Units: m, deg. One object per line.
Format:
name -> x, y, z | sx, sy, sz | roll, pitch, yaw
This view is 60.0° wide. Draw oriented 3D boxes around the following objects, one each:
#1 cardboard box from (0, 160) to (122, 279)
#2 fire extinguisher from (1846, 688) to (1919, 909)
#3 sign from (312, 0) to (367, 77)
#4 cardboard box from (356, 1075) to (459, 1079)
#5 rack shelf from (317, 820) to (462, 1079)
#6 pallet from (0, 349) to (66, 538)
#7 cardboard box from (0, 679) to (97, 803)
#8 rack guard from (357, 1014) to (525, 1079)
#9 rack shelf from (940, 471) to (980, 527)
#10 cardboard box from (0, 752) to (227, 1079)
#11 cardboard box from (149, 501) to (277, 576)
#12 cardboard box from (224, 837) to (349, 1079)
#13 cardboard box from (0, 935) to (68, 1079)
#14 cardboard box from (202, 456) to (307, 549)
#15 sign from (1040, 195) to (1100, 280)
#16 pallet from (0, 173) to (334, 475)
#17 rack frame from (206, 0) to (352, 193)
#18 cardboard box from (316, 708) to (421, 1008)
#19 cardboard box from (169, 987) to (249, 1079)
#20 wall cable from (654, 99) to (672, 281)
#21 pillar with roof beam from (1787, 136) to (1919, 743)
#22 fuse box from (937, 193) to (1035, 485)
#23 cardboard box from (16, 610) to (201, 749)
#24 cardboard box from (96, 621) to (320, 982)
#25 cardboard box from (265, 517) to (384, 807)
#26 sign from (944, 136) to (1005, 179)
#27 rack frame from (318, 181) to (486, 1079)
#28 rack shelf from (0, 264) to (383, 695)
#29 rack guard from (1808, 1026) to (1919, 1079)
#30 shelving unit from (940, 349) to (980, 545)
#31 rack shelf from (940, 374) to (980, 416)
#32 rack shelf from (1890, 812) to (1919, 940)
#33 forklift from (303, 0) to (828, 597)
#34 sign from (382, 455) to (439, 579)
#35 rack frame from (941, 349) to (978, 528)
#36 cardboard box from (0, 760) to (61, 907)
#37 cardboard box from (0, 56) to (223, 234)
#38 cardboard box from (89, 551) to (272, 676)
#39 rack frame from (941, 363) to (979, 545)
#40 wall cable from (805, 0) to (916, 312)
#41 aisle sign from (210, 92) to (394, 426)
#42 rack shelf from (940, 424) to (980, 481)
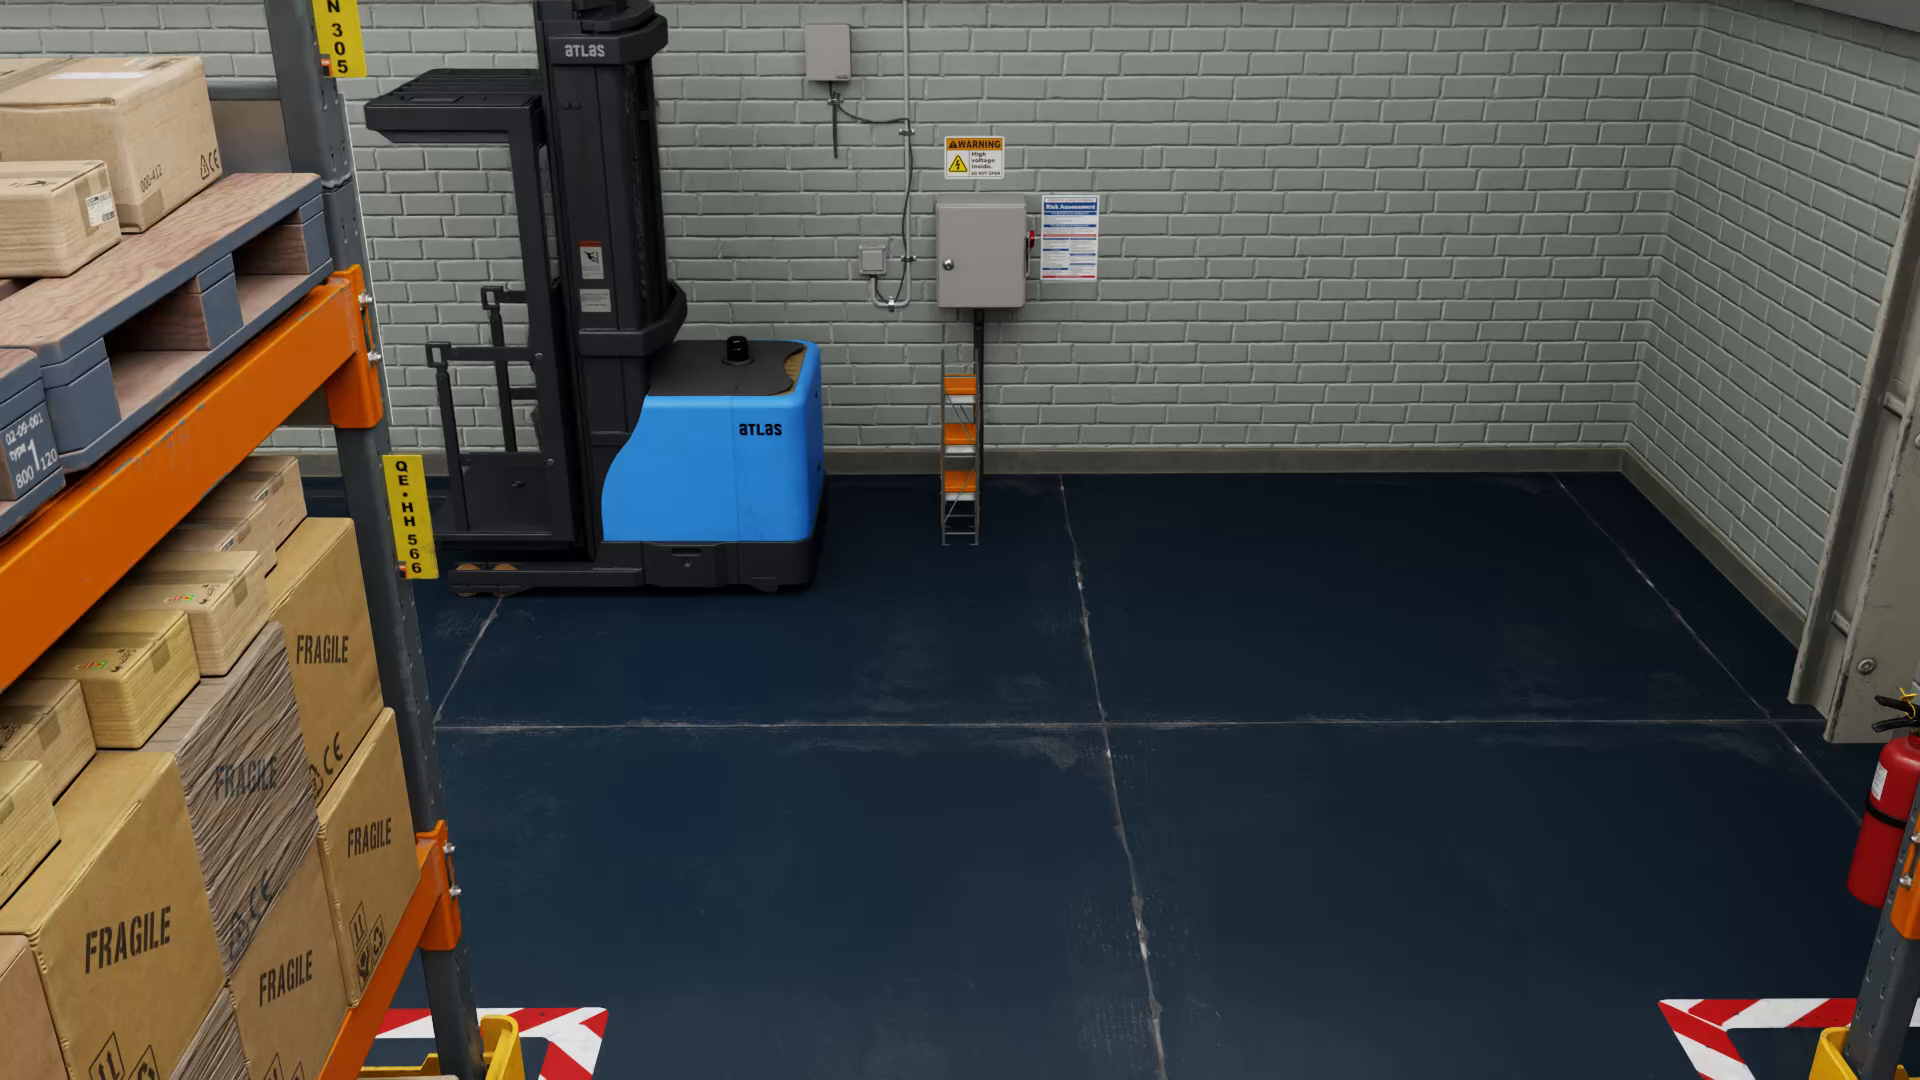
cardboard box -> -1.699, -0.553, 2.867 | 0.380, 0.149, 0.250 | -2, 24, -5
fire extinguisher -> 2.621, 0.701, 4.606 | 0.296, 0.674, 0.183 | 0, 24, -1
sign -> -1.336, -1.152, 3.539 | 0.100, 0.325, 0.005 | 0, 24, -1
cardboard box -> -1.771, 1.826, 4.172 | 0.875, 0.438, 0.875 | -1, 24, -2
rack shelf -> -1.857, 1.731, 2.657 | 1.077, 0.370, 4.000 | 0, 24, -1
pallet -> -1.844, 0.062, 1.941 | 1.003, 0.211, 1.213 | 0, 24, -1
cardboard box -> -1.667, 0.351, 2.711 | 0.380, 0.149, 0.250 | 0, 24, -1
rack guard -> -1.879, 1.708, 4.868 | 1.175, 0.500, 0.348 | 0, 24, -1
rack shelf -> -0.001, -0.238, 9.201 | 0.215, 0.259, 0.240 | 0, 24, -1
cardboard box -> -1.598, 0.694, 2.741 | 0.500, 0.500, 0.500 | 0, 24, -1
cardboard box -> -1.648, 0.033, 3.414 | 0.380, 0.149, 0.250 | 0, 24, 0
cardboard box -> -1.618, 0.938, 3.416 | 0.500, 0.500, 0.500 | -1, 24, -2
cardboard box -> -1.594, 0.901, 2.282 | 0.500, 0.500, 0.500 | 0, 24, -1
cardboard box -> -1.674, -0.071, 3.645 | 0.380, 0.149, 0.250 | 0, 24, 0
sign -> 0.630, -1.738, 9.569 | 0.329, 0.494, 0.001 | 0, 24, -1
pallet -> -1.860, -0.442, 3.055 | 1.003, 0.211, 1.213 | 0, 24, -1
rack frame -> -1.879, -2.155, 3.094 | 1.000, 3.000, 0.127 | 0, 24, -1
cardboard box -> -1.609, 0.731, 3.873 | 0.500, 0.500, 0.500 | 0, 24, 0
cardboard box -> -1.603, 1.149, 2.947 | 0.500, 0.500, 0.500 | 0, 24, 1
wall cable -> -1.964, -2.222, 9.252 | 0.585, 1.953, 0.123 | 0, 24, -1
pillar with roof beam -> -0.348, -3.274, 5.570 | 9.100, 9.000, 0.400 | 0, 24, -1
fuse box -> 0.139, -1.107, 9.621 | 0.539, 1.711, 0.414 | 0, 24, -1
cardboard box -> -1.599, 0.243, 2.950 | 0.380, 0.149, 0.250 | 0, 24, 1
cardboard box -> -1.600, 0.490, 3.191 | 0.500, 0.500, 0.500 | 0, 24, 0
cardboard box -> -1.635, 0.275, 3.667 | 0.500, 0.500, 0.500 | 1, 24, 1
sign -> 0.081, -2.155, 9.374 | 0.339, 0.242, 0.001 | 0, 24, -1
rack frame -> -1.879, 0.579, 4.331 | 1.000, 3.000, 0.127 | 0, 24, -1
rack shelf -> -1.857, 0.364, 2.038 | 1.077, 0.370, 4.000 | 0, 24, -1
rack guard -> 3.086, 1.725, 4.829 | 1.175, 0.500, 0.348 | 0, 24, -1
shelving unit -> -0.001, -0.500, 9.082 | 0.215, 1.050, 0.252 | 0, 24, -1
rack shelf -> -0.001, -0.749, 8.970 | 0.215, 0.259, 0.240 | 0, 24, -1
rack shelf -> 3.107, 1.707, 2.709 | 1.077, 0.370, 4.000 | 0, 24, -1
forklift -> -2.266, -1.260, 8.478 | 3.031, 2.935, 1.130 | 0, 24, 0
sign -> -1.336, -0.054, 4.036 | 0.100, 0.325, 0.005 | 0, 24, -1
rack frame -> -0.002, -0.551, 9.194 | 0.200, 1.050, 0.008 | 0, 24, -1
cardboard box -> -1.606, 0.455, 2.483 | 0.380, 0.149, 0.250 | 0, 24, 1
cardboard box -> -1.784, -0.772, 3.227 | 0.500, 0.250, 0.500 | -2, 24, -5
cardboard box -> -1.561, 0.139, 3.180 | 0.380, 0.149, 0.250 | 0, 24, -1
rack frame -> 0.001, -0.450, 8.971 | 0.200, 1.050, 0.008 | 0, 24, -1
wall cable -> -0.545, -2.219, 9.283 | 0.588, 1.984, 0.122 | 0, 24, -1
aisle sign -> -1.569, -0.637, 3.863 | 0.394, 0.787, 0.004 | 0, 24, -1
rack shelf -> -0.001, -0.491, 9.087 | 0.215, 0.259, 0.240 | 0, 24, -1
